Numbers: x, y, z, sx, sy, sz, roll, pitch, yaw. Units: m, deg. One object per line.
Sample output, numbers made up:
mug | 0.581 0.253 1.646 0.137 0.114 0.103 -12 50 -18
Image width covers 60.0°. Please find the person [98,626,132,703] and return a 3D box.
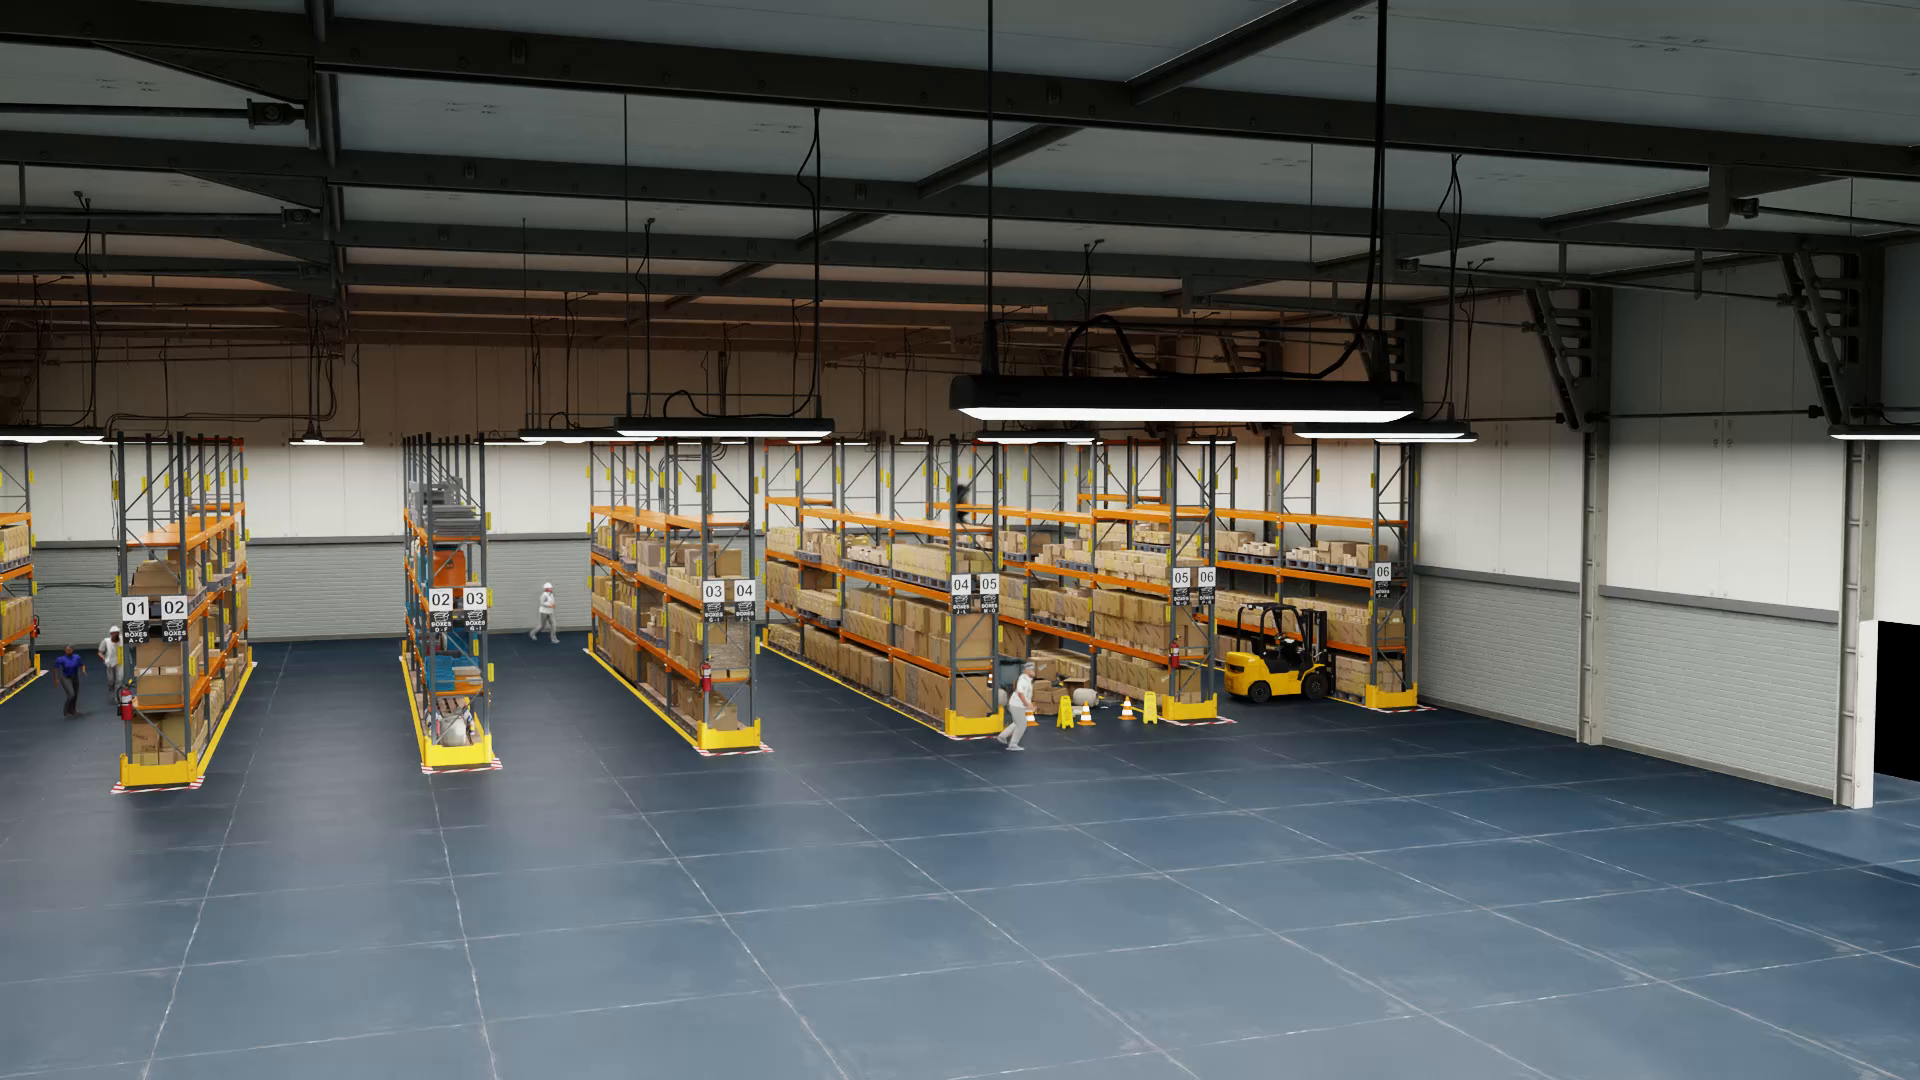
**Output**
person | -19.004 2.789 37.383 0.683 1.733 0.807 -2 4 -32

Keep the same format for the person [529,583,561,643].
person | -12.171 2.141 48.734 0.961 1.775 0.630 1 3 15

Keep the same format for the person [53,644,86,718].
person | -18.868 3.004 35.364 0.778 1.622 0.600 1 3 24

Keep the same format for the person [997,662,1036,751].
person | 1.068 3.137 31.451 0.751 1.690 0.650 0 3 6
